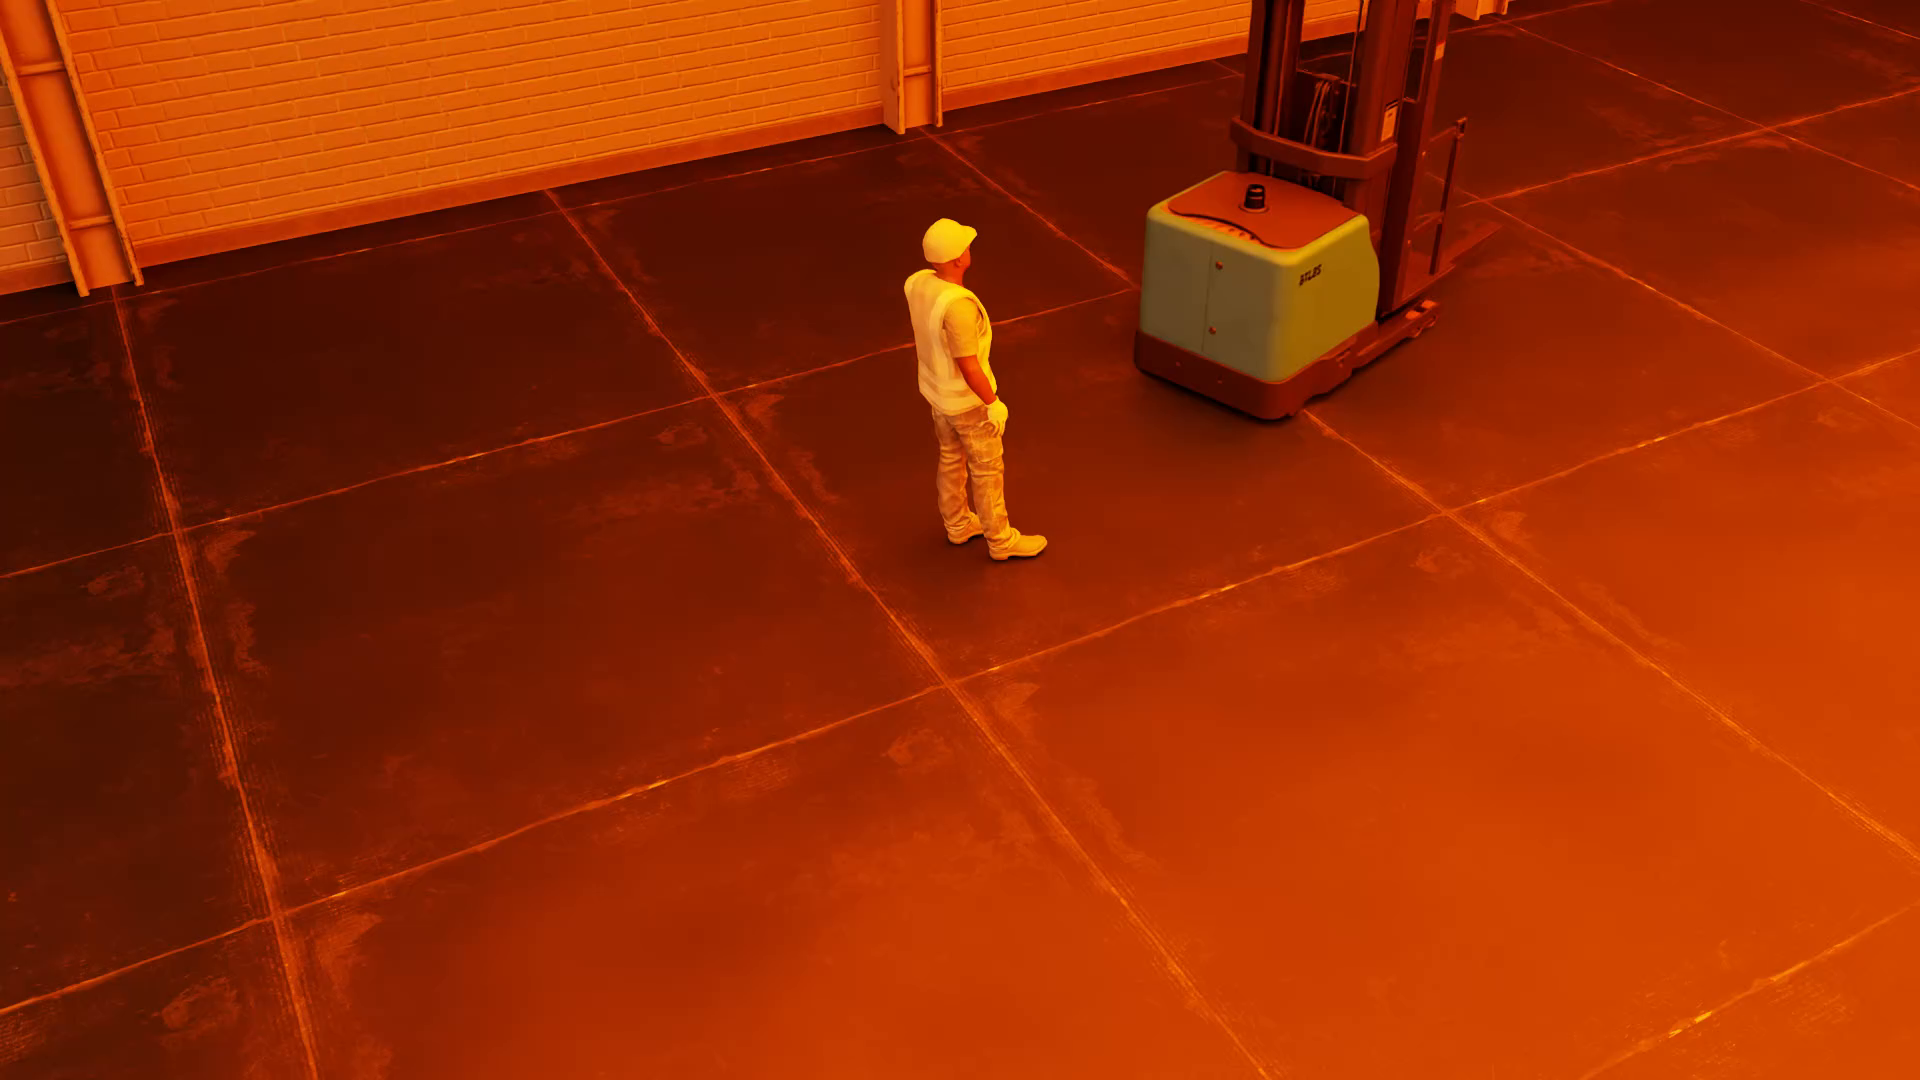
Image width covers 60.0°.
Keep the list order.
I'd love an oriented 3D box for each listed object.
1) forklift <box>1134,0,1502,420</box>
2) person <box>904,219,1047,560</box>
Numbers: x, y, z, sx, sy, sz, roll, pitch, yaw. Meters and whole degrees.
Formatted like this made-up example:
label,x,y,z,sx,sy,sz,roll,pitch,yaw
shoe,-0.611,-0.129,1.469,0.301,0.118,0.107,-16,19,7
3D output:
label,x,y,z,sx,sy,sz,roll,pitch,yaw
forklift,2.418,-2.648,9.870,1.130,2.935,3.031,28,44,34
person,0.068,-0.750,8.165,0.575,1.785,0.657,-17,39,-23
